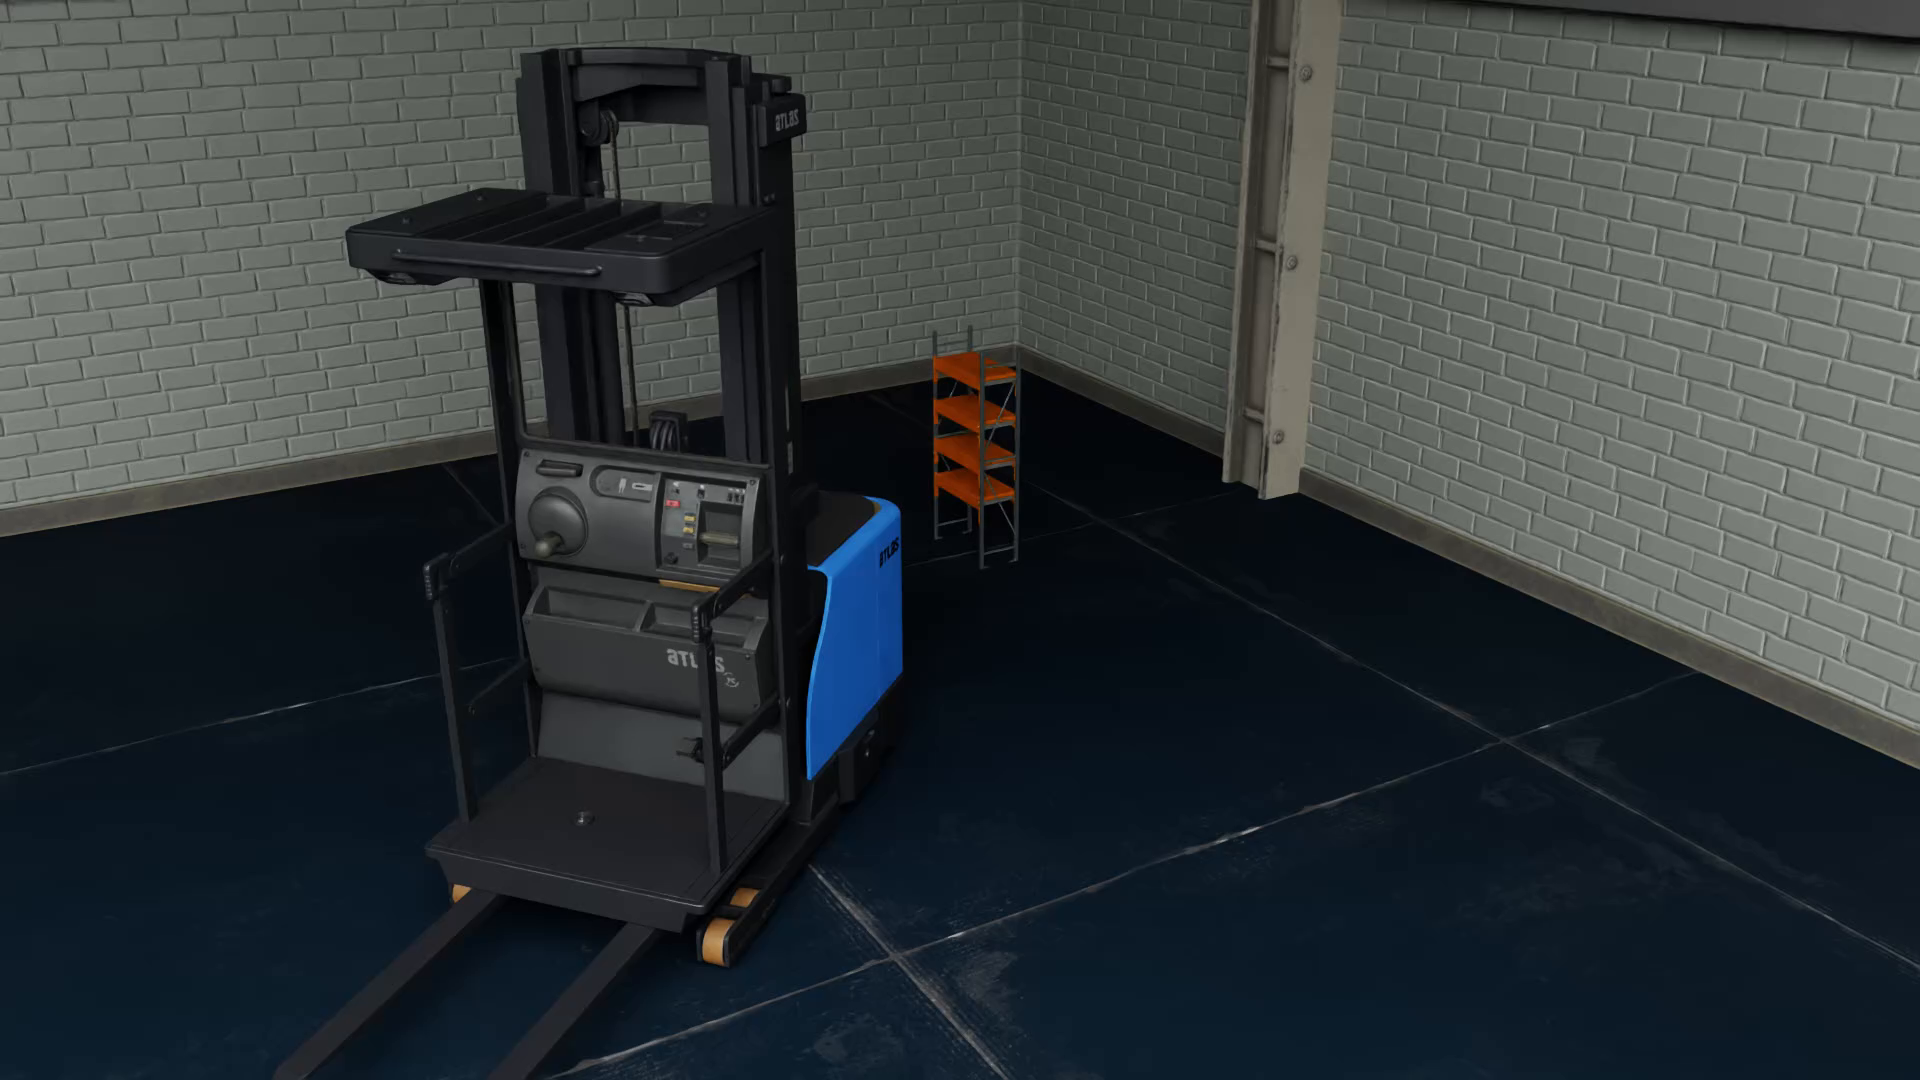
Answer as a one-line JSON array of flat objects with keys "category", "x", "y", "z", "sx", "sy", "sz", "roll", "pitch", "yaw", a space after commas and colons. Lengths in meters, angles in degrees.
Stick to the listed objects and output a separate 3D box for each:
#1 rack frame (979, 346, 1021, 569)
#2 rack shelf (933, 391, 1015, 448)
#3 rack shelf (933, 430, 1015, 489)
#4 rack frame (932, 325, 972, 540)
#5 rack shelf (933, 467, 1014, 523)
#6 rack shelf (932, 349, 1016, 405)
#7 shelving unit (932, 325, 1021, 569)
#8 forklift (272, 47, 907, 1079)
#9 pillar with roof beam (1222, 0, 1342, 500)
[{"category": "rack frame", "x": 0.209, "y": -0.423, "z": 8.759, "sx": 0.240, "sy": 1.200, "sz": 0.015, "roll": -13, "pitch": 25, "yaw": -28}, {"category": "rack shelf", "x": 0.085, "y": -0.647, "z": 8.895, "sx": 0.258, "sy": 0.148, "sz": 0.480, "roll": -13, "pitch": 25, "yaw": -28}, {"category": "rack shelf", "x": 0.085, "y": -0.440, "z": 8.979, "sx": 0.258, "sy": 0.148, "sz": 0.480, "roll": -13, "pitch": 25, "yaw": -28}, {"category": "rack frame", "x": -0.040, "y": -0.581, "z": 9.148, "sx": 0.240, "sy": 1.200, "sz": 0.015, "roll": -13, "pitch": 25, "yaw": -28}, {"category": "rack shelf", "x": 0.085, "y": -0.256, "z": 9.054, "sx": 0.258, "sy": 0.148, "sz": 0.480, "roll": -13, "pitch": 25, "yaw": -28}, {"category": "rack shelf", "x": 0.085, "y": -0.866, "z": 8.806, "sx": 0.258, "sy": 0.148, "sz": 0.480, "roll": -13, "pitch": 25, "yaw": -28}, {"category": "shelving unit", "x": 0.085, "y": -0.502, "z": 8.954, "sx": 0.258, "sy": 1.200, "sz": 0.503, "roll": -13, "pitch": 25, "yaw": -28}, {"category": "forklift", "x": -1.193, "y": -0.067, "z": 5.583, "sx": 1.130, "sy": 2.935, "sz": 3.031, "roll": 7, "pitch": 23, "yaw": 18}, {"category": "pillar with roof beam", "x": -1.865, "y": -3.672, "z": 6.394, "sx": 9.100, "sy": 9.000, "sz": 0.400, "roll": -13, "pitch": 25, "yaw": -28}]
